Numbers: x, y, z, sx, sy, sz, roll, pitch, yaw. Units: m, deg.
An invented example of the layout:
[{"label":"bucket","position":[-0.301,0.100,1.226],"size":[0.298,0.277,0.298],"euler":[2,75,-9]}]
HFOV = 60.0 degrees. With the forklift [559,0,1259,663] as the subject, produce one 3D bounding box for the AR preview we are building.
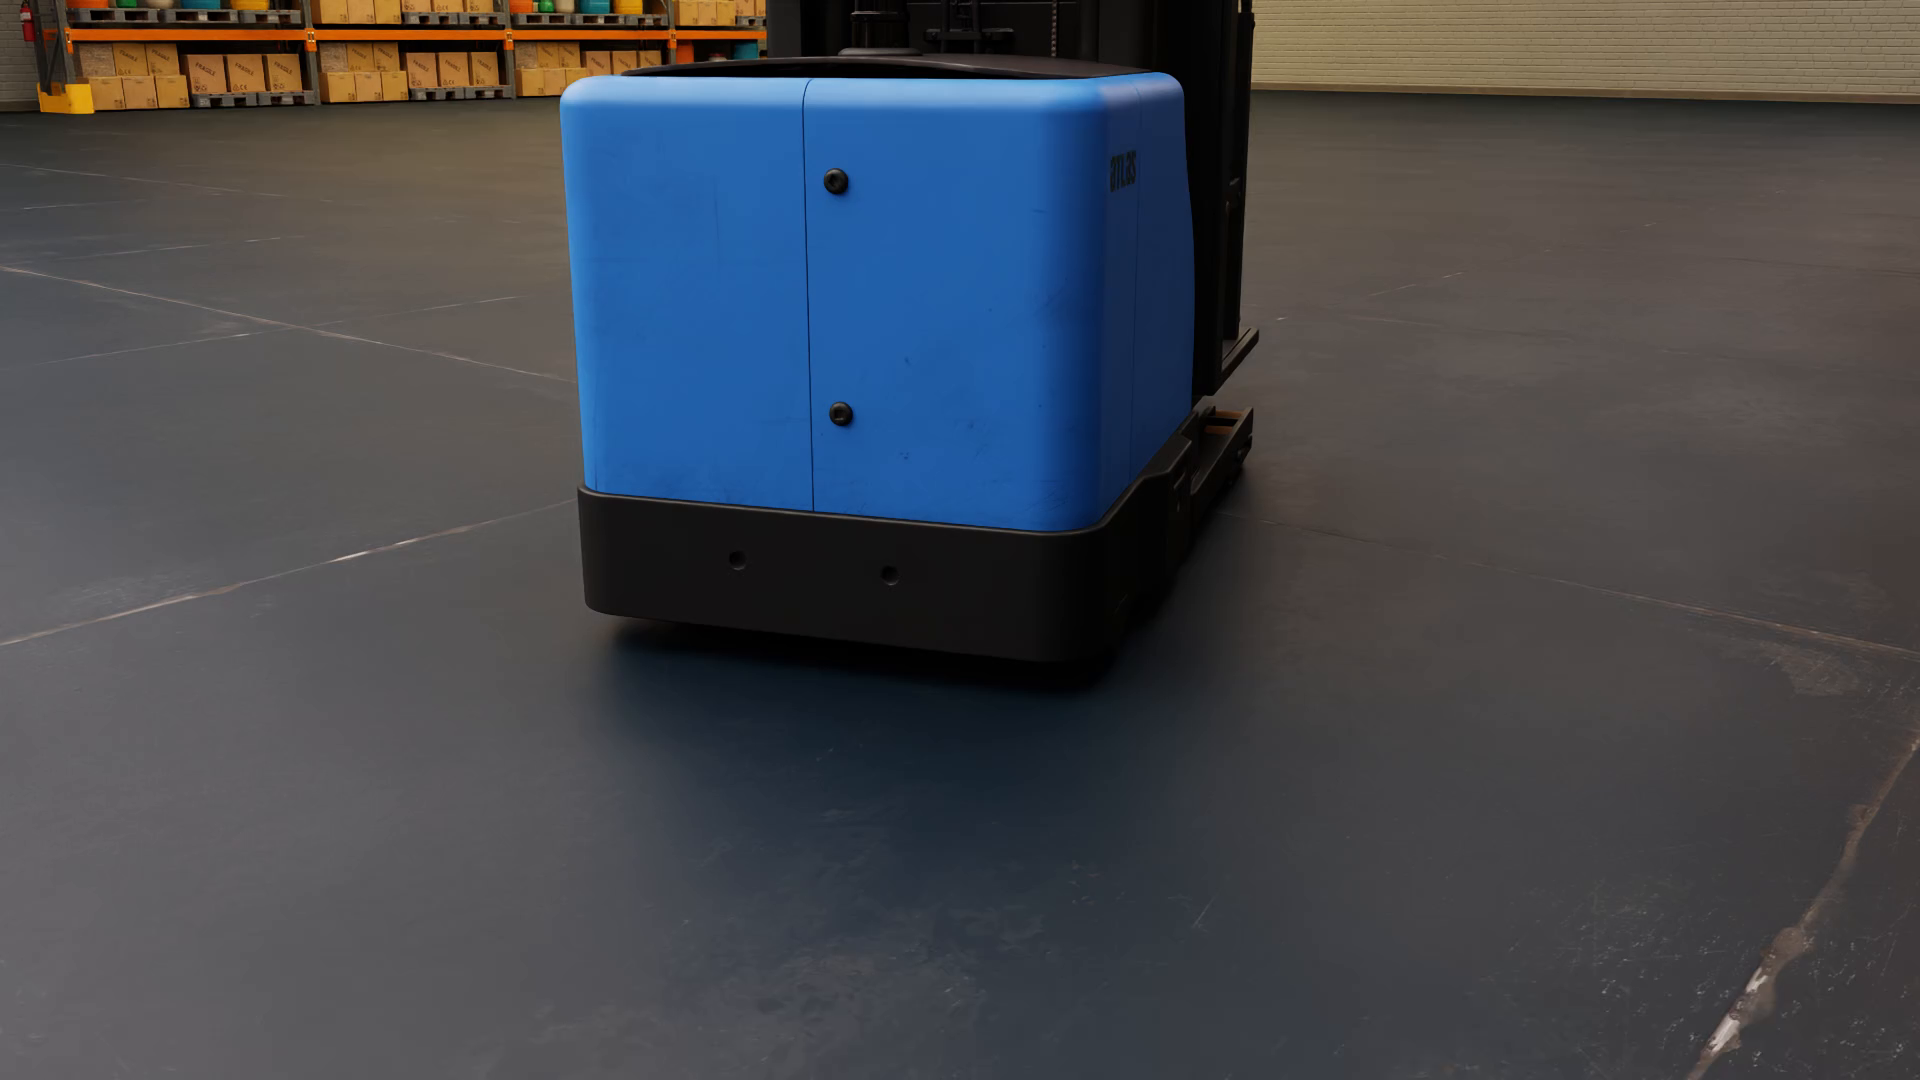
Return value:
[{"label":"forklift","position":[0.182,-1.571,4.072],"size":[1.130,2.935,3.031],"euler":[5,18,17]}]
